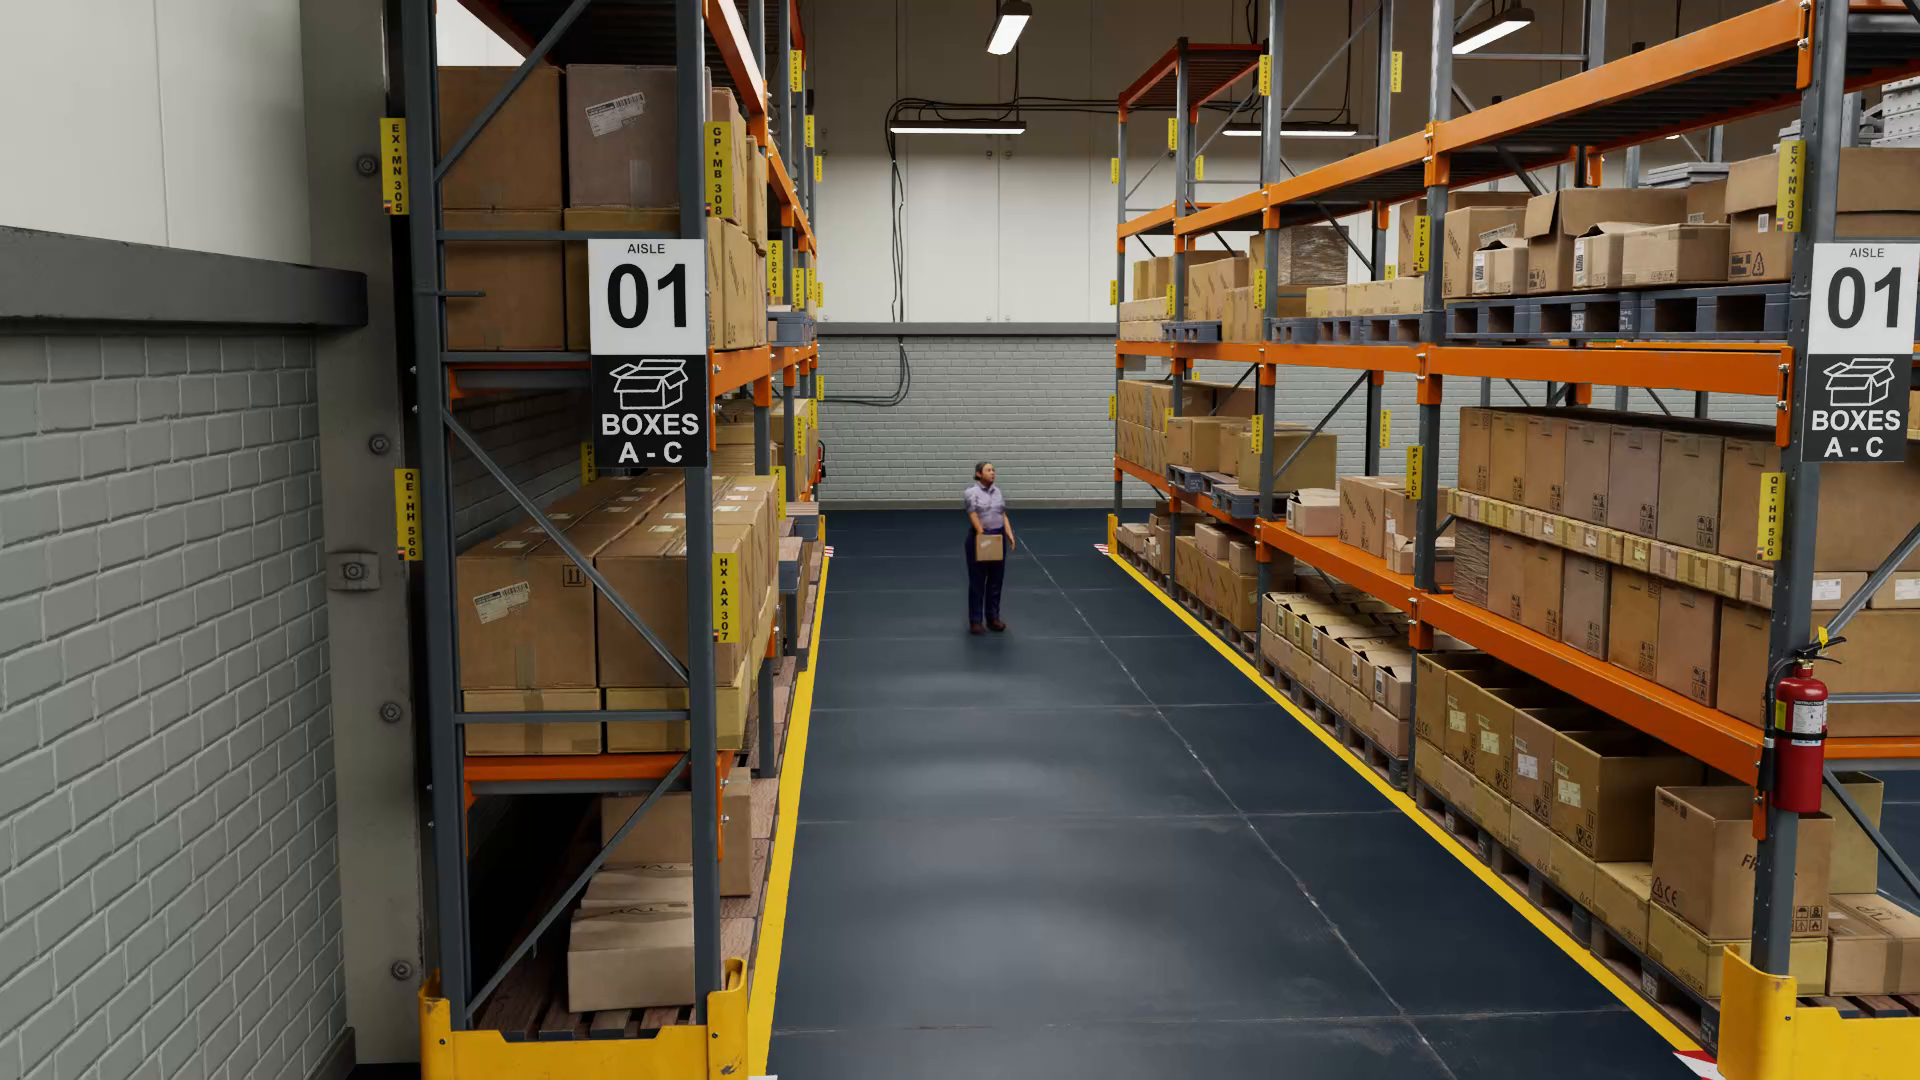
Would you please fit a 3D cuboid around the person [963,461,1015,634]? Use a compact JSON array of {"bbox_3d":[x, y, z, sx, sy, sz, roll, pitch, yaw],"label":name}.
[{"bbox_3d":[0.267,0.057,16.310,0.551,1.654,0.456,-6,9,-40],"label":"person"}]
